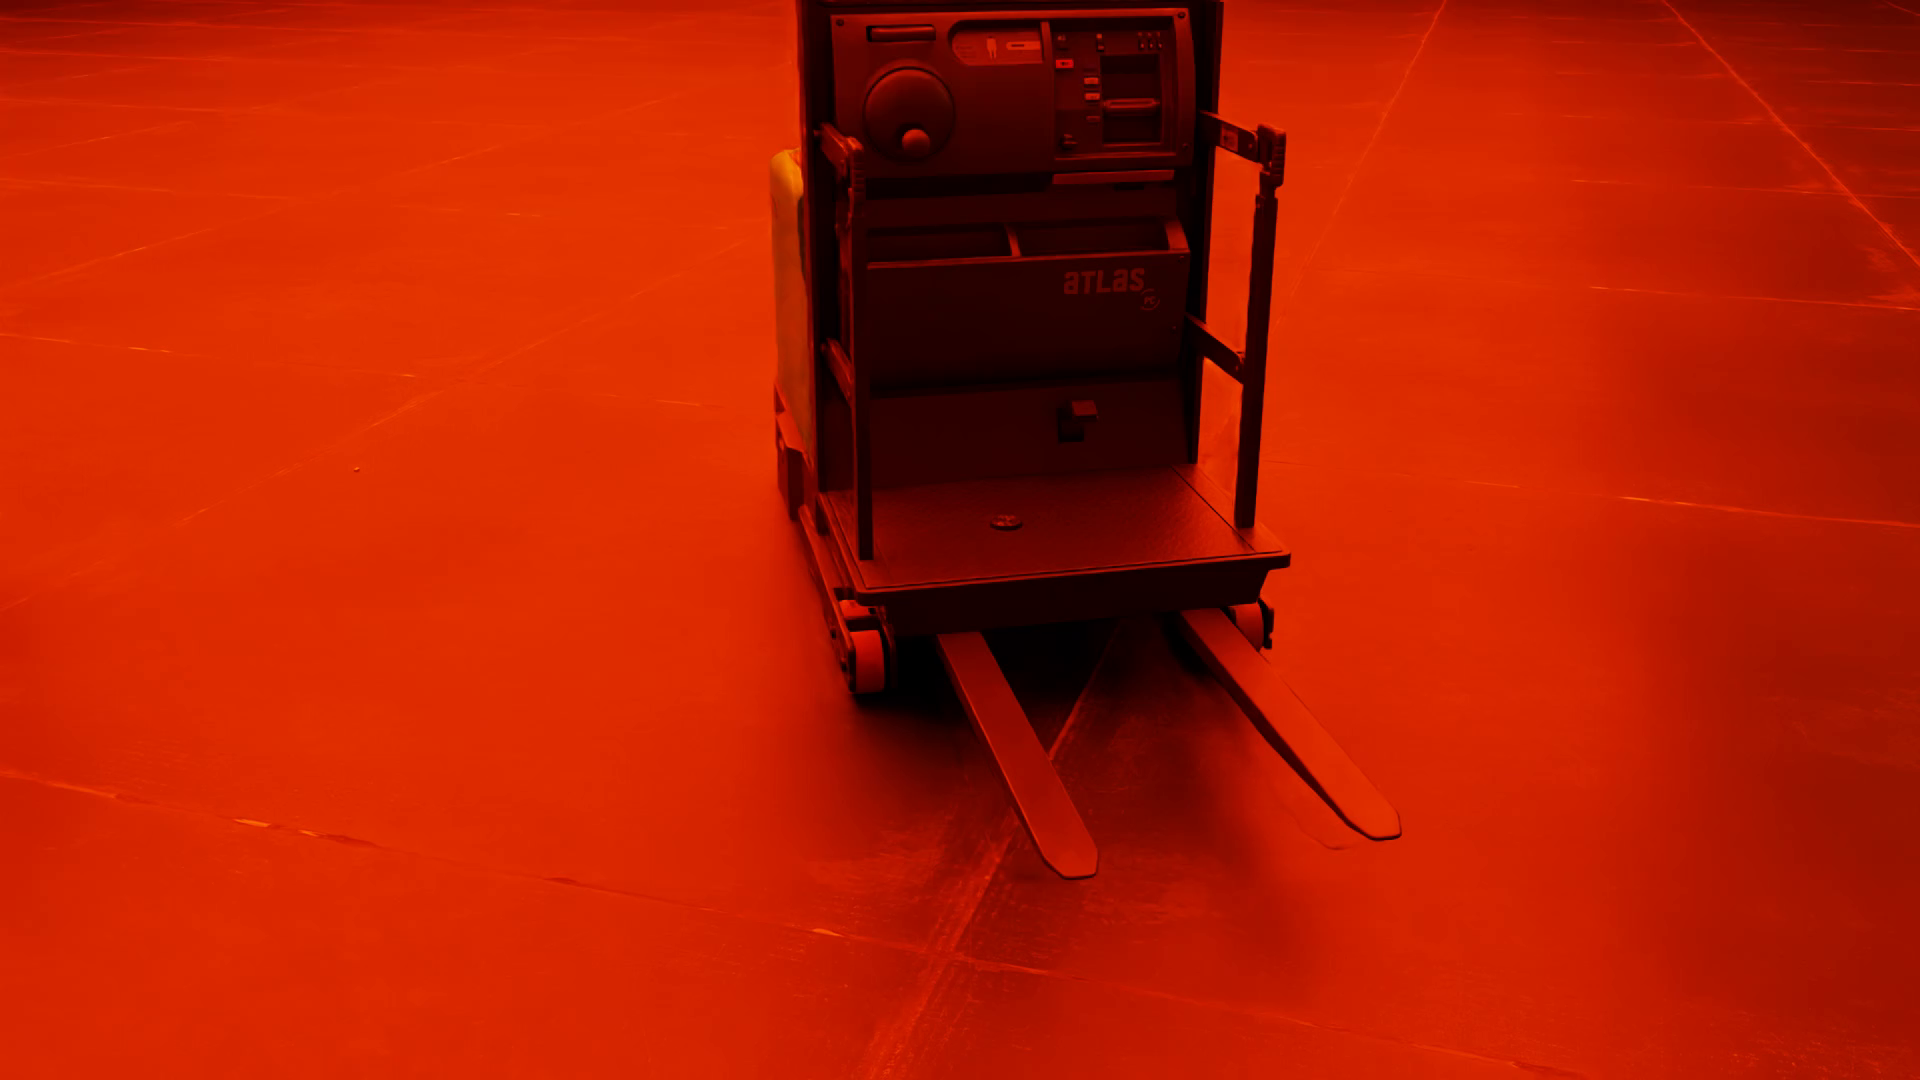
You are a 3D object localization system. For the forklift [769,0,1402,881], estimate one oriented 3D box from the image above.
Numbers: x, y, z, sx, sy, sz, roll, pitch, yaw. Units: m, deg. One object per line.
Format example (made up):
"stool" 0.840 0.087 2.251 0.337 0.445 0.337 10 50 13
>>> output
"forklift" 0.189 -1.122 3.996 1.130 2.935 3.031 -5 23 -12
